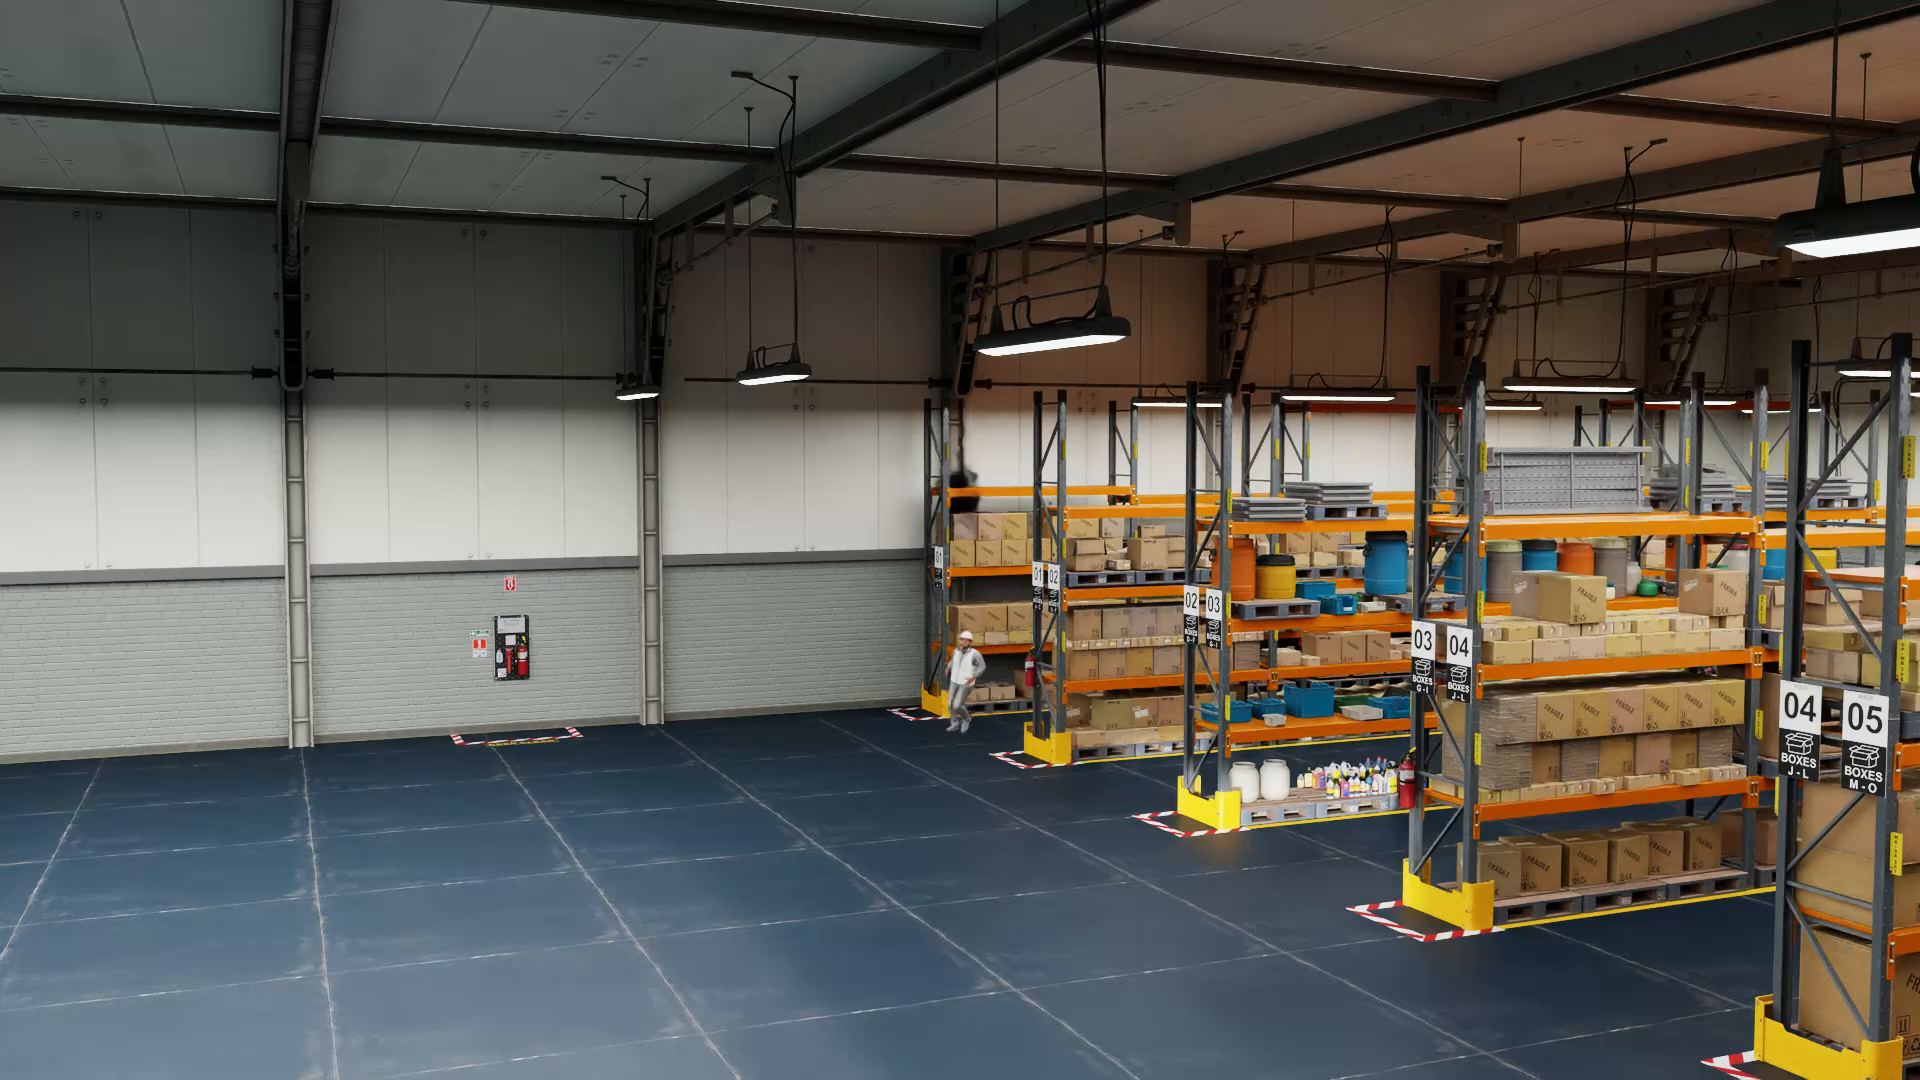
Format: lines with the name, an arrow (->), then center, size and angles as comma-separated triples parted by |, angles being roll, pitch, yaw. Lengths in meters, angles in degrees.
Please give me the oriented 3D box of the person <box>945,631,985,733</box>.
person -> 0.032, 2.396, 27.908 | 0.664, 1.739, 0.535 | 2, 4, 36
